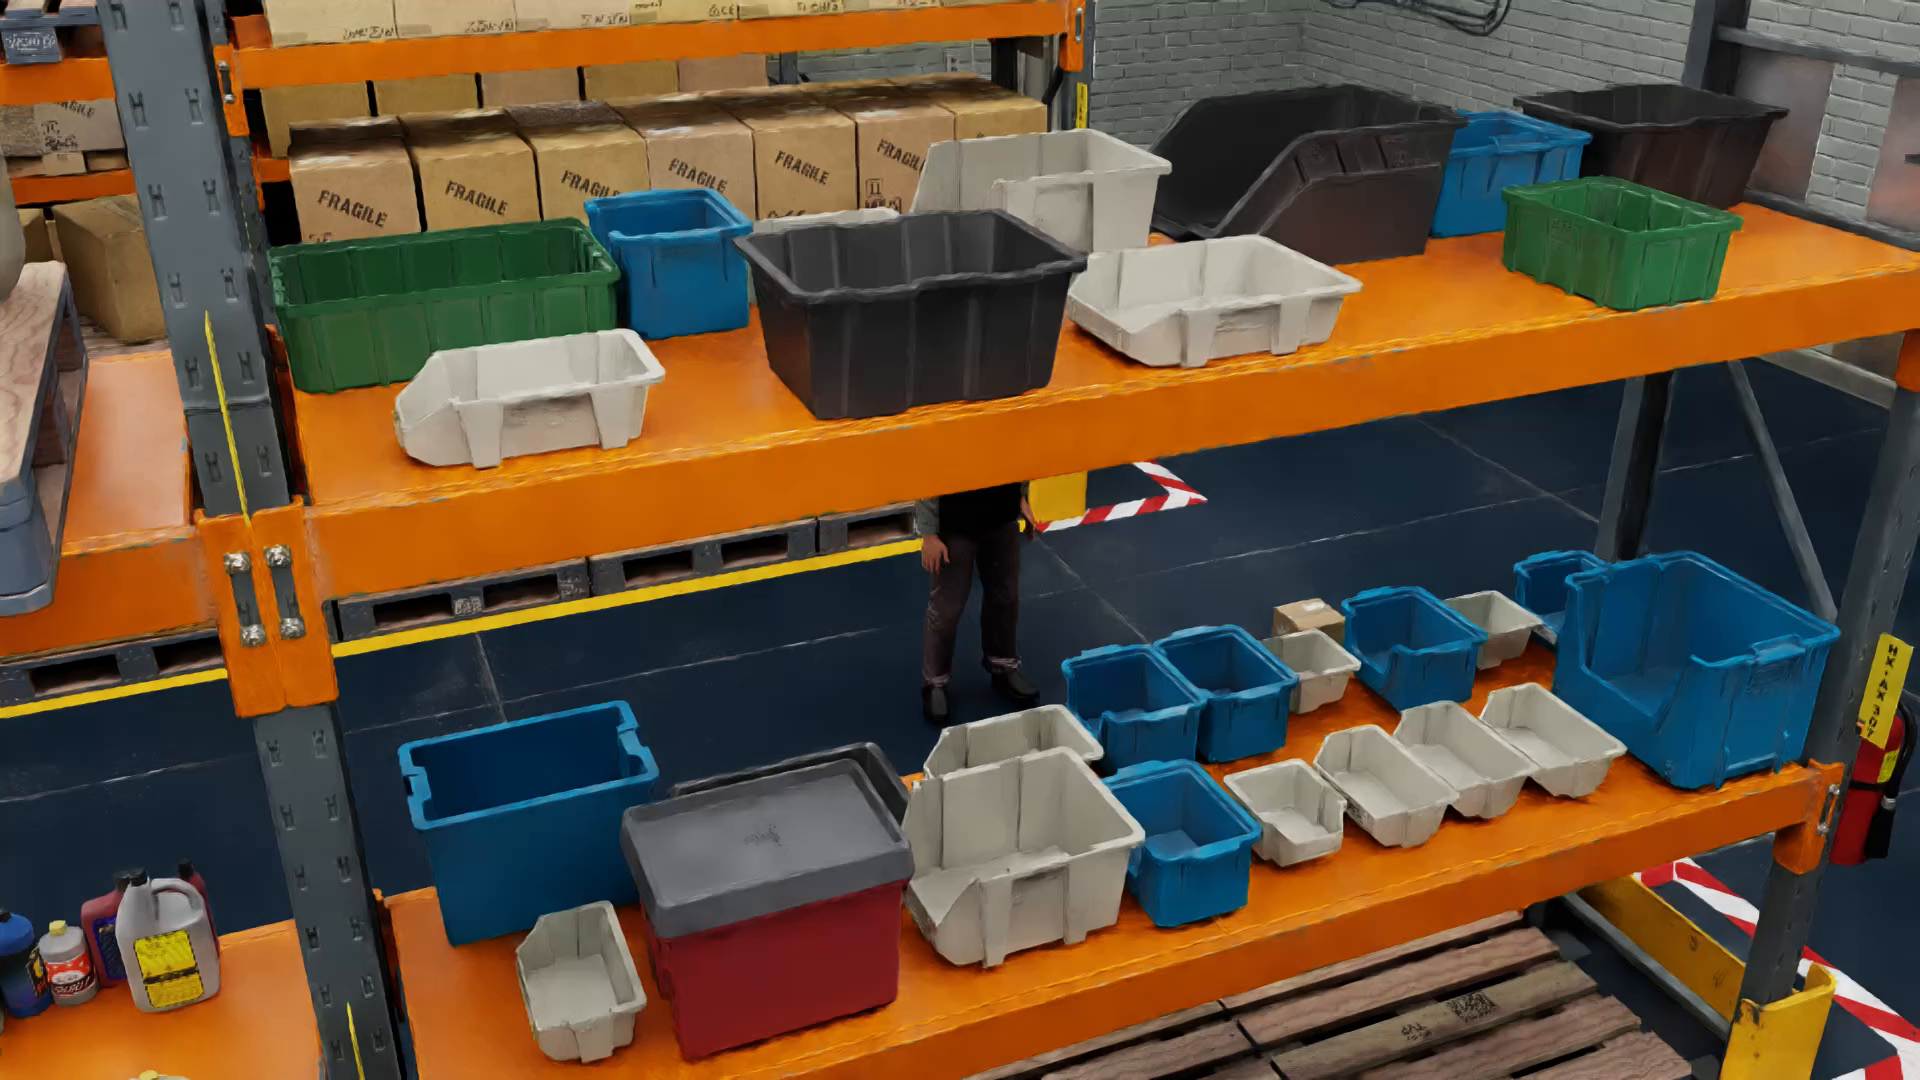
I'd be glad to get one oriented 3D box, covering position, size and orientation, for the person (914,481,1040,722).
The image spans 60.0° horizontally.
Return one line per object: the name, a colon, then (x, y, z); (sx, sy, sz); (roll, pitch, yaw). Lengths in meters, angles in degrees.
person: (0.083, -0.052, 7.184); (0.588, 1.730, 0.470); (-21, 33, -37)
